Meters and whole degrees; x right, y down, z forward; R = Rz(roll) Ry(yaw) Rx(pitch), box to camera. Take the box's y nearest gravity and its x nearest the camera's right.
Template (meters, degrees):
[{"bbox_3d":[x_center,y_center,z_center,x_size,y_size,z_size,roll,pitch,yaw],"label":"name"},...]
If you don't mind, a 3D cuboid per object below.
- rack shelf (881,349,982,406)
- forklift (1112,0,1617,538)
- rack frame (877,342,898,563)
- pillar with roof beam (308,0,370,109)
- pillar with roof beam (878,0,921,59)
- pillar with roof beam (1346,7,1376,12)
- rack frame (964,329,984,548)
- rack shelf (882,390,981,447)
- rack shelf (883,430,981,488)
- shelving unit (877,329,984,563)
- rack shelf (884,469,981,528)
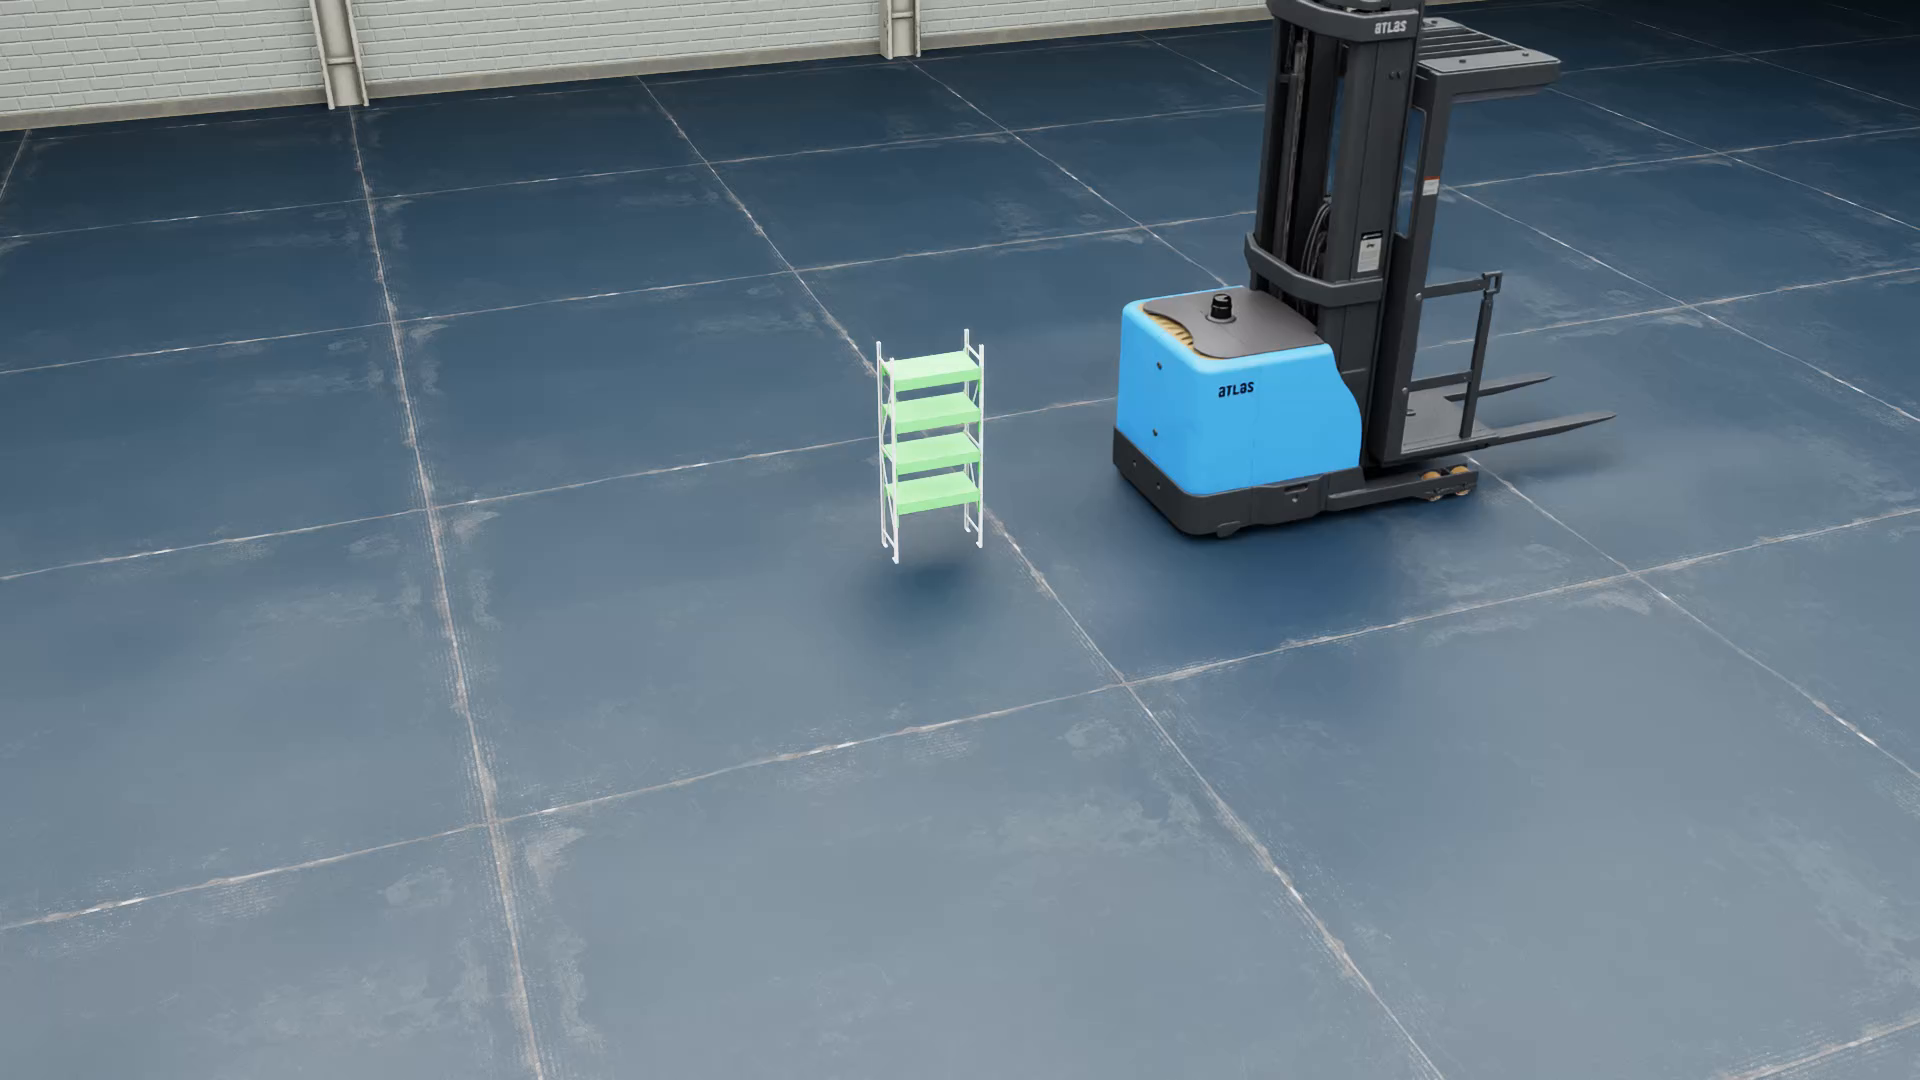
[{"bbox_3d":[-0.155,-0.854,8.697,0.480,0.148,0.258,-10,31,-18],"label":"rack shelf"},{"bbox_3d":[2.479,-1.733,9.330,3.031,2.935,1.130,-11,31,-18],"label":"forklift"},{"bbox_3d":[-0.384,-0.451,8.829,0.015,1.200,0.240,-10,31,-18],"label":"rack frame"},{"bbox_3d":[-4.805,-6.413,11.416,0.400,9.000,9.100,-10,31,-18],"label":"pillar with roof beam"},{"bbox_3d":[0.819,-7.449,13.234,0.400,9.000,9.100,-10,31,-18],"label":"pillar with roof beam"},{"bbox_3d":[6.442,-8.485,15.052,0.400,9.000,9.100,-10,31,-18],"label":"pillar with roof beam"},{"bbox_3d":[0.074,-0.535,8.977,0.015,1.200,0.240,-10,31,-18],"label":"rack frame"},{"bbox_3d":[-0.155,-0.646,8.816,0.480,0.148,0.258,-10,31,-18],"label":"rack shelf"},{"bbox_3d":[-0.155,-0.437,8.934,0.480,0.148,0.258,-10,31,-18],"label":"rack shelf"},{"bbox_3d":[-0.155,-0.493,8.903,0.503,1.200,0.258,-10,31,-18],"label":"shelving unit"},{"bbox_3d":[-0.155,-0.229,9.053,0.480,0.148,0.258,-10,31,-18],"label":"rack shelf"}]
